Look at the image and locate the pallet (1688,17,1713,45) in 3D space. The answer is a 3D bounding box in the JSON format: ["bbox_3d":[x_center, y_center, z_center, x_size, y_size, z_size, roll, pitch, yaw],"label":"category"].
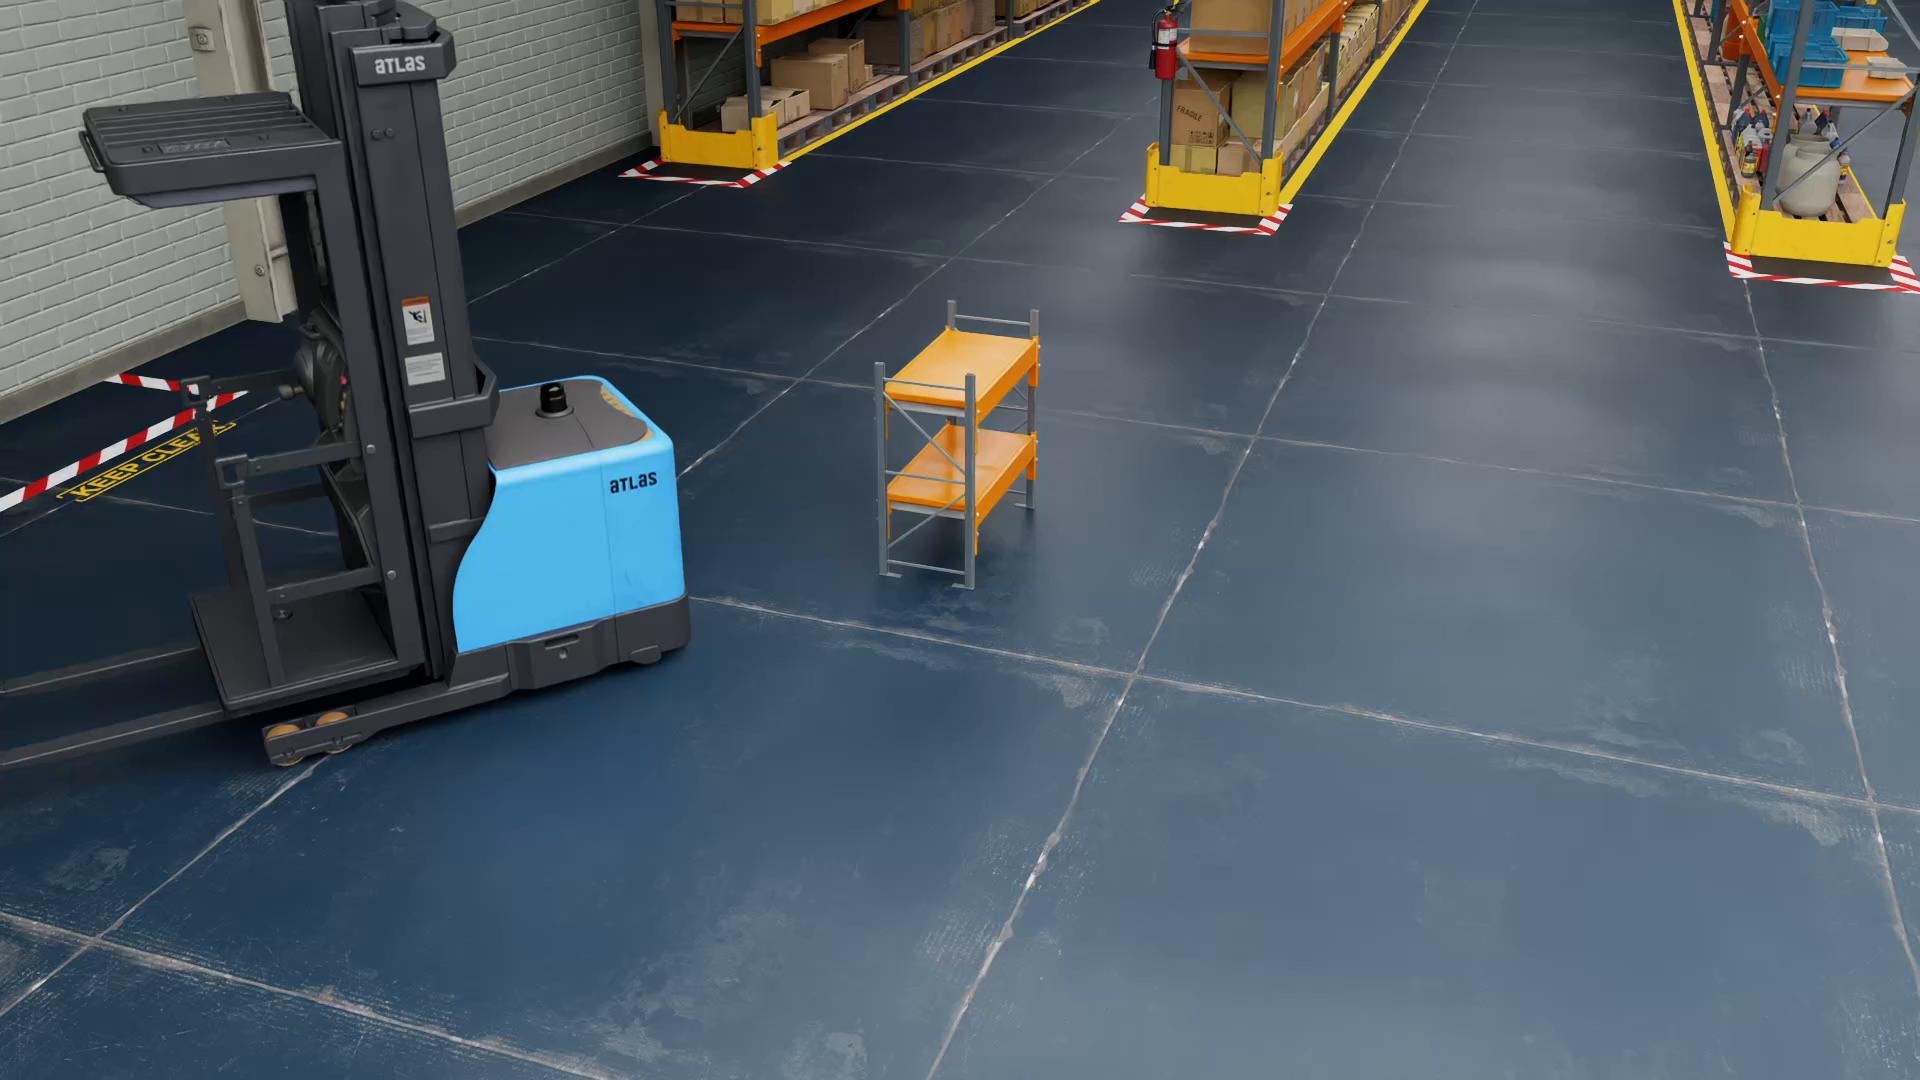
[{"bbox_3d":[10.629,-6.999,22.963,1.003,0.211,1.213,9,27,17],"label":"pallet"}]

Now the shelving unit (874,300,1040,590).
[{"bbox_3d":[0.002,-0.509,8.511,0.538,1.125,1.048,9,27,17],"label":"shelving unit"}]

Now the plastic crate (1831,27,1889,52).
[{"bbox_3d":[7.961,-4.454,14.811,0.530,0.136,0.437,9,27,17],"label":"plastic crate"}]

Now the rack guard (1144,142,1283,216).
[{"bbox_3d":[2.254,-3.218,14.823,1.175,0.500,0.348,9,27,17],"label":"rack guard"}]

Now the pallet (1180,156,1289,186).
[{"bbox_3d":[2.477,-3.419,15.568,1.003,0.211,1.213,9,27,17],"label":"pallet"}]

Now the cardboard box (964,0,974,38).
[{"bbox_3d":[-0.220,-6.932,21.989,0.700,0.500,0.500,9,27,17],"label":"cardboard box"}]

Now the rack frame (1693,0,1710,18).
[{"bbox_3d":[10.925,-8.565,22.997,1.000,3.000,0.127,9,27,17],"label":"rack frame"}]

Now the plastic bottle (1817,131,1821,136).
[{"bbox_3d":[7.991,-3.684,15.528,0.061,0.283,0.133,9,27,17],"label":"plastic bottle"}]

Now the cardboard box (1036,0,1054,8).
[{"bbox_3d":[0.917,-8.221,24.273,0.750,0.750,0.750,9,27,17],"label":"cardboard box"}]

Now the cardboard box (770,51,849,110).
[{"bbox_3d":[-1.615,-4.943,17.880,0.700,0.500,0.500,7,27,14],"label":"cardboard box"}]

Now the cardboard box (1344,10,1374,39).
[{"bbox_3d":[4.815,-6.379,20.513,0.500,0.311,0.500,8,27,17],"label":"cardboard box"}]

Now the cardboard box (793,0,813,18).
[{"bbox_3d":[-1.789,-5.382,16.572,0.500,0.250,0.500,8,27,16],"label":"cardboard box"}]

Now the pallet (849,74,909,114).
[{"bbox_3d":[-1.270,-5.178,19.202,1.003,0.211,1.213,9,27,17],"label":"pallet"}]

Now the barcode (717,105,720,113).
[{"bbox_3d":[-2.467,-4.399,16.963,0.001,0.075,0.075,9,27,17],"label":"barcode"}]

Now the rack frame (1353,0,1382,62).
[{"bbox_3d":[4.924,-7.641,21.089,1.000,3.000,0.127,9,27,17],"label":"rack frame"}]

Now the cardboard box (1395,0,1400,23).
[{"bbox_3d":[5.854,-7.496,23.153,0.500,0.500,0.500,8,27,16],"label":"cardboard box"}]

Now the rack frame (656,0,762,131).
[{"bbox_3d":[-2.411,-5.070,15.779,1.000,3.000,0.127,9,27,17],"label":"rack frame"}]

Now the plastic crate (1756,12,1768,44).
[{"bbox_3d":[7.545,-4.665,15.186,0.450,0.188,0.662,9,27,17],"label":"plastic crate"}]

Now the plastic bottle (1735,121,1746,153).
[{"bbox_3d":[7.446,-3.842,15.855,0.061,0.283,0.133,10,28,20],"label":"plastic bottle"}]

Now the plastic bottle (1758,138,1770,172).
[{"bbox_3d":[7.340,-3.512,15.173,0.061,0.283,0.133,9,27,17],"label":"plastic bottle"}]

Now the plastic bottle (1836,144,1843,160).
[{"bbox_3d":[7.943,-3.444,15.047,0.097,0.271,0.097,0,26,0],"label":"plastic bottle"}]

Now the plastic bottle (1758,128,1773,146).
[{"bbox_3d":[7.547,-3.714,15.600,0.152,0.276,0.135,9,27,17],"label":"plastic bottle"}]

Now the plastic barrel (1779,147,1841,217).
[{"bbox_3d":[7.079,-2.984,13.844,0.421,0.512,0.421,0,26,0],"label":"plastic barrel"}]

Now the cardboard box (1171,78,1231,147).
[{"bbox_3d":[2.160,-3.906,15.188,0.500,0.500,0.500,9,27,17],"label":"cardboard box"}]

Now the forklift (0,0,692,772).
[{"bbox_3d":[-2.772,-0.654,6.738,3.031,2.935,1.130,-14,29,-27],"label":"forklift"}]

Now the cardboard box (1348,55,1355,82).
[{"bbox_3d":[4.302,-5.501,19.344,0.500,0.250,0.500,8,27,16],"label":"cardboard box"}]

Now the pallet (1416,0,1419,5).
[{"bbox_3d":[6.889,-8.815,26.713,1.003,0.211,1.213,9,27,17],"label":"pallet"}]

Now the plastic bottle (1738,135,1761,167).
[{"bbox_3d":[7.285,-3.580,15.323,0.152,0.276,0.135,8,27,16],"label":"plastic bottle"}]

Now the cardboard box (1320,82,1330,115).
[{"bbox_3d":[3.645,-4.726,17.743,0.500,0.250,0.500,9,27,17],"label":"cardboard box"}]

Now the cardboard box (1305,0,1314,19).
[{"bbox_3d":[3.111,-5.435,16.419,0.700,0.500,0.500,9,27,18],"label":"cardboard box"}]

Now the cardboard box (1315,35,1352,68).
[{"bbox_3d":[4.137,-5.540,18.779,0.500,0.311,0.500,8,27,17],"label":"cardboard box"}]

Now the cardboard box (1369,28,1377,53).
[{"bbox_3d":[4.979,-6.341,21.077,0.500,0.250,0.500,9,27,19],"label":"cardboard box"}]

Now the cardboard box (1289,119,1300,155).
[{"bbox_3d":[2.980,-3.904,16.045,0.500,0.250,0.500,9,27,17],"label":"cardboard box"}]

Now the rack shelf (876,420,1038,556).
[{"bbox_3d":[0.002,-0.289,8.617,0.538,0.278,1.000,9,27,17],"label":"rack shelf"}]

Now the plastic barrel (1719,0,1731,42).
[{"bbox_3d":[10.116,-6.692,21.415,0.600,0.588,0.708,9,27,17],"label":"plastic barrel"}]

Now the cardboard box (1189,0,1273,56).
[{"bbox_3d":[2.429,-4.588,14.670,0.700,0.500,0.500,9,27,17],"label":"cardboard box"}]

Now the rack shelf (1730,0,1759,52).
[{"bbox_3d":[8.928,-5.775,18.061,1.077,0.370,4.000,9,27,17],"label":"rack shelf"}]

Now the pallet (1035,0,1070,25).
[{"bbox_3d":[0.993,-7.915,24.856,1.003,0.211,1.213,9,27,17],"label":"pallet"}]

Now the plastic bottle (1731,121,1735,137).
[{"bbox_3d":[7.676,-4.065,16.409,0.097,0.201,0.097,0,26,0],"label":"plastic bottle"}]

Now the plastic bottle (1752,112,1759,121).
[{"bbox_3d":[7.762,-4.033,16.250,0.061,0.283,0.133,9,27,17],"label":"plastic bottle"}]

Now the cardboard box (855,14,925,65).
[{"bbox_3d":[-0.850,-6.092,20.253,0.700,0.500,0.500,10,27,19],"label":"cardboard box"}]

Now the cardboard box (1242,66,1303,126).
[{"bbox_3d":[2.969,-4.243,15.885,0.500,0.500,0.500,9,27,17],"label":"cardboard box"}]

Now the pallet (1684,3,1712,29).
[{"bbox_3d":[11.133,-7.617,24.241,1.003,0.211,1.213,9,27,17],"label":"pallet"}]

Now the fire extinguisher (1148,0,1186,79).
[{"bbox_3d":[1.785,-4.337,14.355,0.296,0.674,0.183,9,27,17],"label":"fire extinguisher"}]

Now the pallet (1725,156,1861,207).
[{"bbox_3d":[7.596,-3.249,15.218,1.003,0.211,1.213,9,27,17],"label":"pallet"}]

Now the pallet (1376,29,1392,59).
[{"bbox_3d":[5.208,-6.687,22.319,1.003,0.211,1.213,9,27,17],"label":"pallet"}]

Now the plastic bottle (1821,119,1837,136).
[{"bbox_3d":[8.149,-3.765,15.619,0.144,0.351,0.185,9,27,17],"label":"plastic bottle"}]
